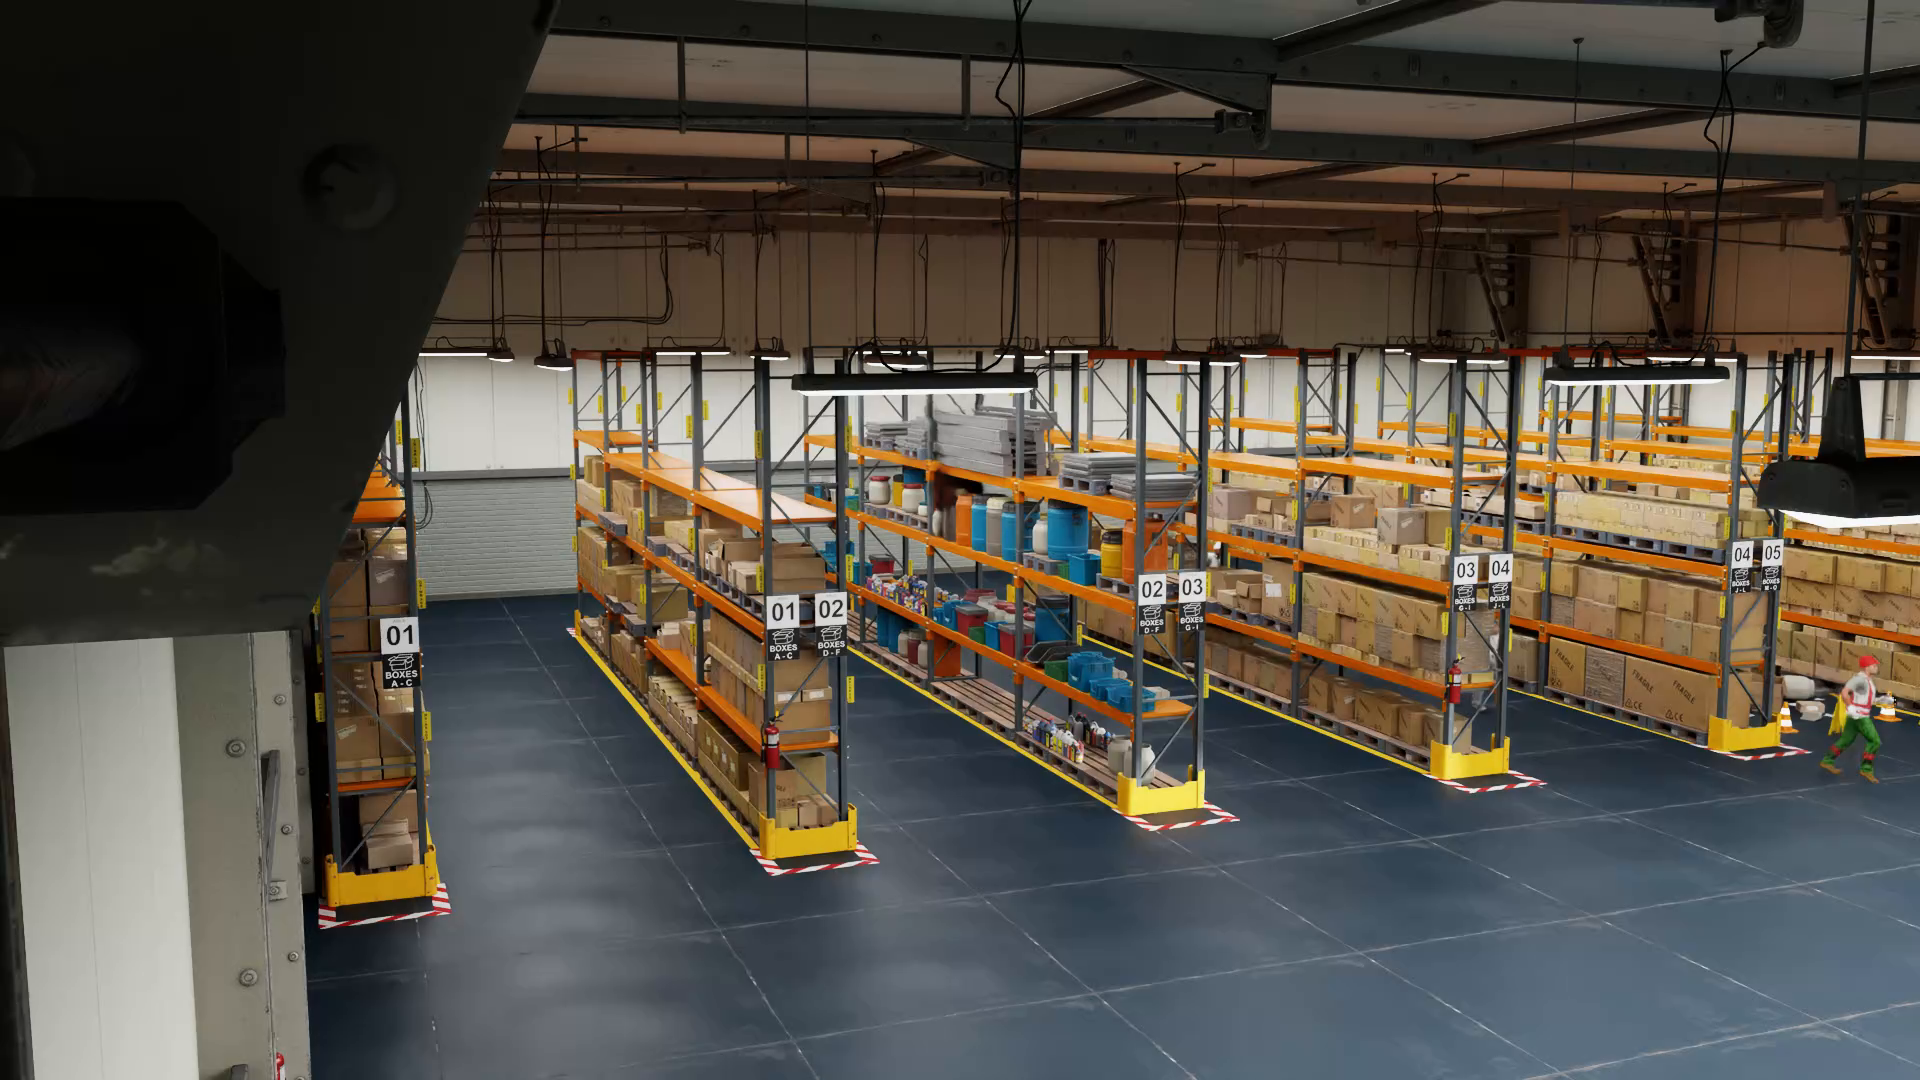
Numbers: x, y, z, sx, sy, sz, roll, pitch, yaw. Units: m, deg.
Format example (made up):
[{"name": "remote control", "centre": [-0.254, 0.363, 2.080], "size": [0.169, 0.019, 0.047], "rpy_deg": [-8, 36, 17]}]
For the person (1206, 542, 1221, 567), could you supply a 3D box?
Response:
[{"name": "person", "centre": [5.665, 0.868, 37.346], "size": [0.659, 1.719, 0.836], "rpy_deg": [-4, 8, -30]}]

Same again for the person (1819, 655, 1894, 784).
[{"name": "person", "centre": [12.738, 2.527, 23.598], "size": [0.877, 1.824, 0.576], "rpy_deg": [4, 8, 26]}]

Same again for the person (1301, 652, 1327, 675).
[{"name": "person", "centre": [6.611, 1.586, 31.105], "size": [0.732, 1.765, 0.980], "rpy_deg": [-3, 8, -22]}]

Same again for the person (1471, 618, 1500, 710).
[{"name": "person", "centre": [8.868, 2.075, 27.833], "size": [0.601, 1.625, 0.708], "rpy_deg": [-4, 8, -30]}]
